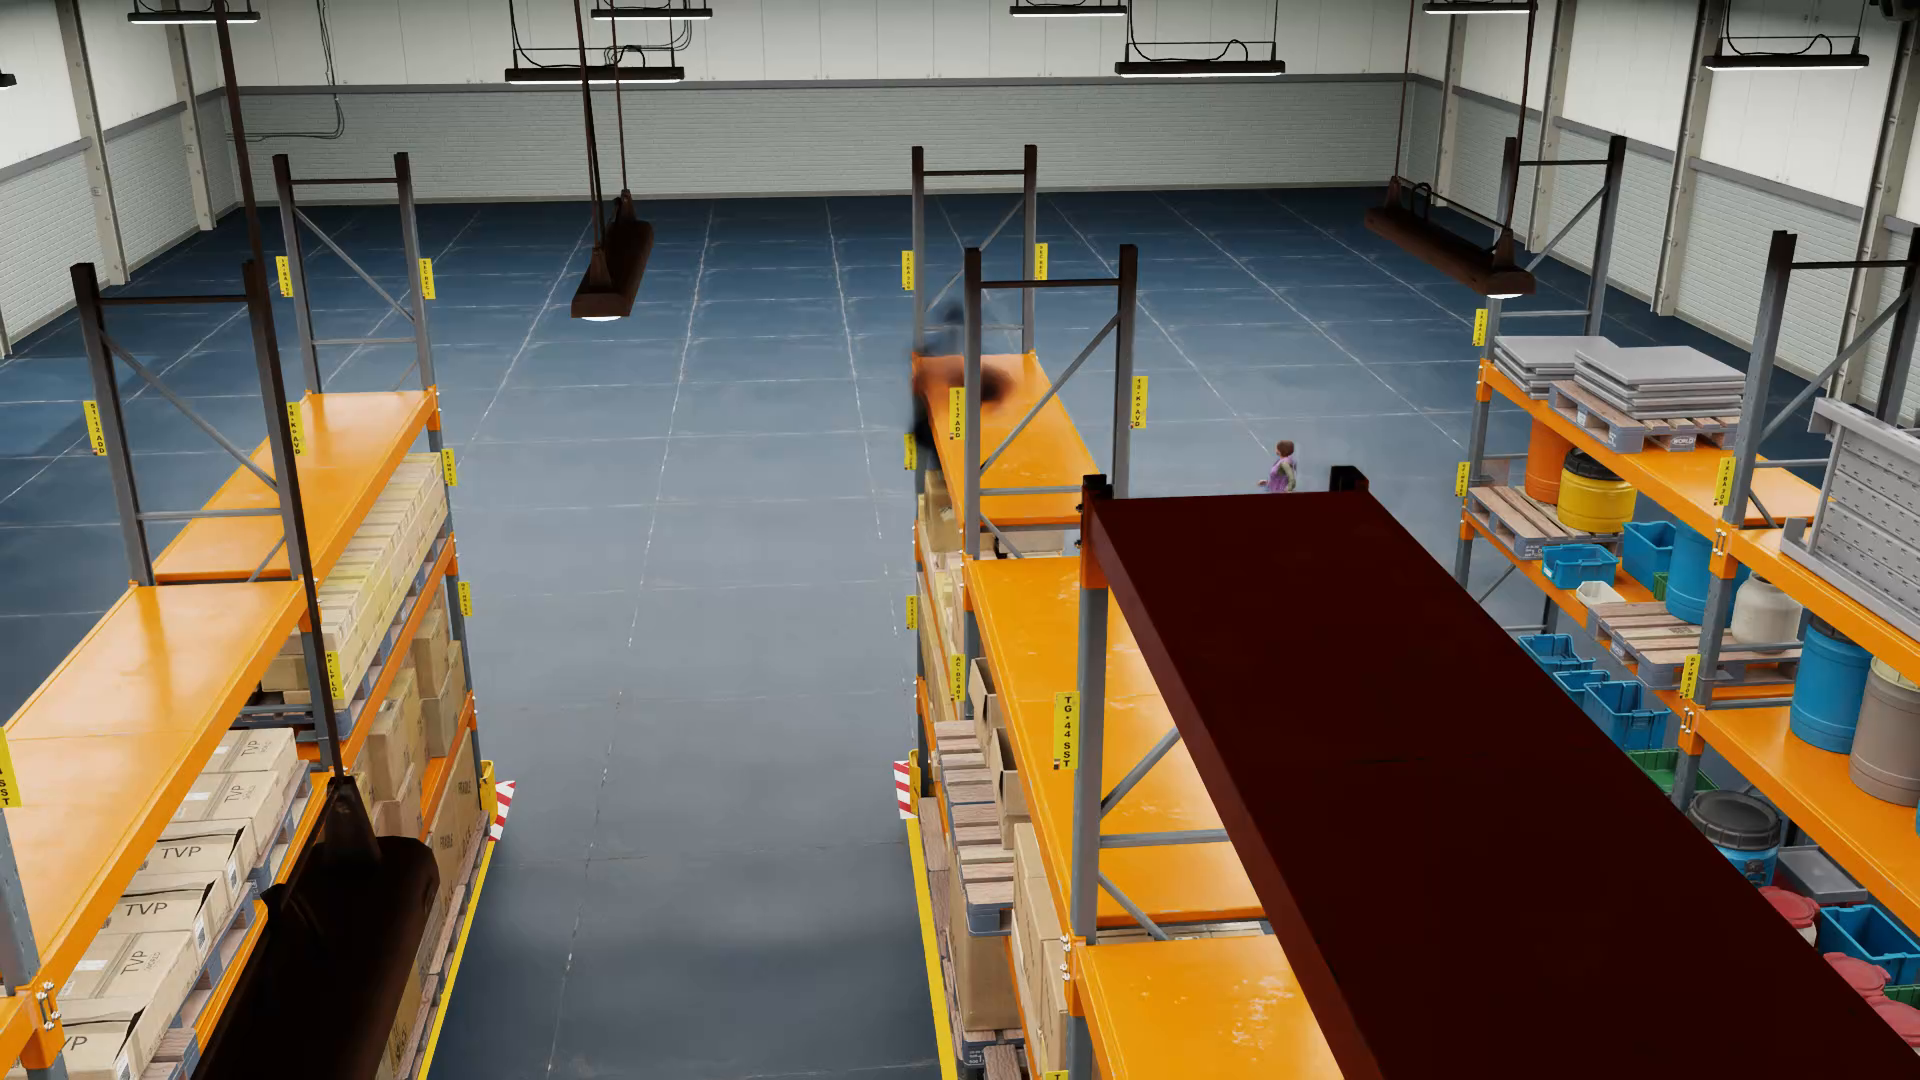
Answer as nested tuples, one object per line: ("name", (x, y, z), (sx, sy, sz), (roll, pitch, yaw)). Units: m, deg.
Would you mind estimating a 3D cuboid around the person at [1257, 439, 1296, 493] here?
("person", (3.972, -0.521, 20.851), (0.533, 1.561, 0.530), (6, 22, 15))
